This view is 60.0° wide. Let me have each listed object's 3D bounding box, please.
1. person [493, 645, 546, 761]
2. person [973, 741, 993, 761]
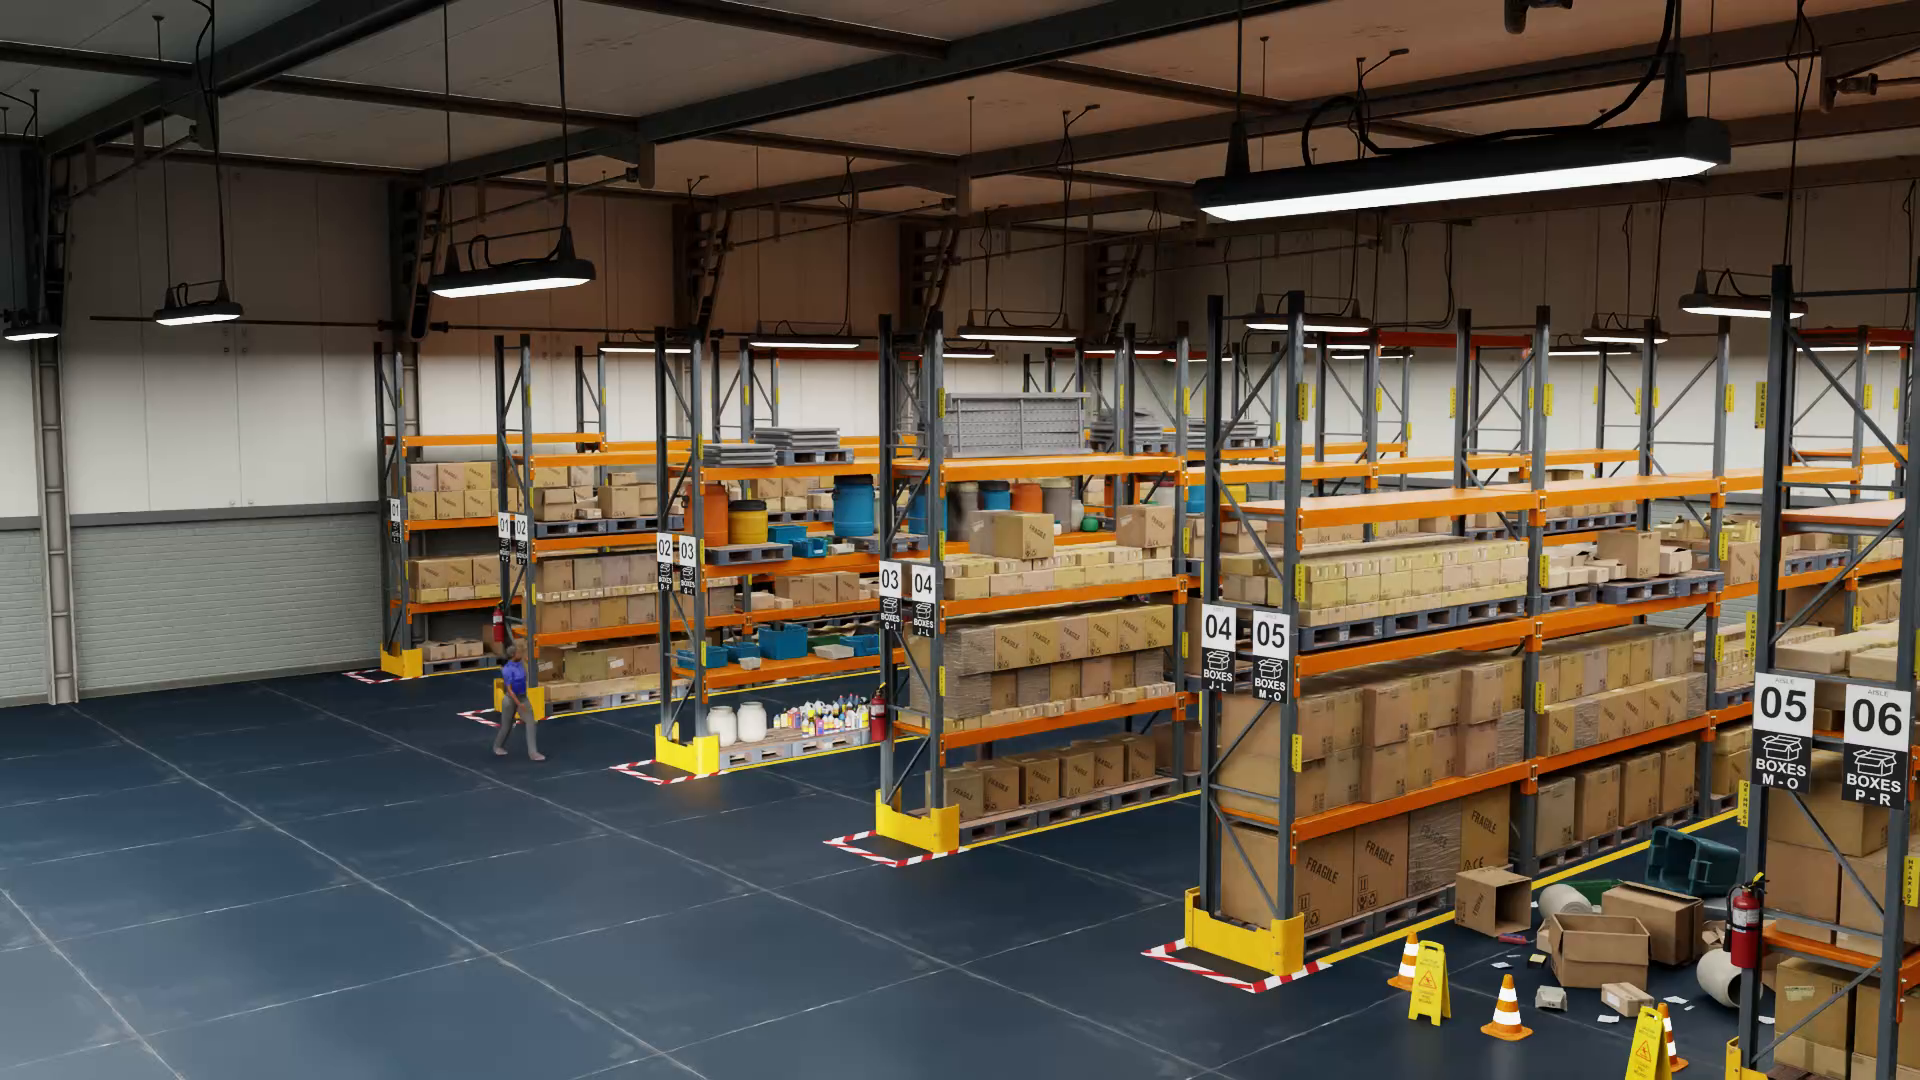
[{"bbox_3d":[-6.173,2.255,23.092,0.983,1.598,0.415,4,7,40],"label":"person"},{"bbox_3d":[0.280,2.268,22.406,0.410,1.721,0.592,2,6,22],"label":"person"}]
